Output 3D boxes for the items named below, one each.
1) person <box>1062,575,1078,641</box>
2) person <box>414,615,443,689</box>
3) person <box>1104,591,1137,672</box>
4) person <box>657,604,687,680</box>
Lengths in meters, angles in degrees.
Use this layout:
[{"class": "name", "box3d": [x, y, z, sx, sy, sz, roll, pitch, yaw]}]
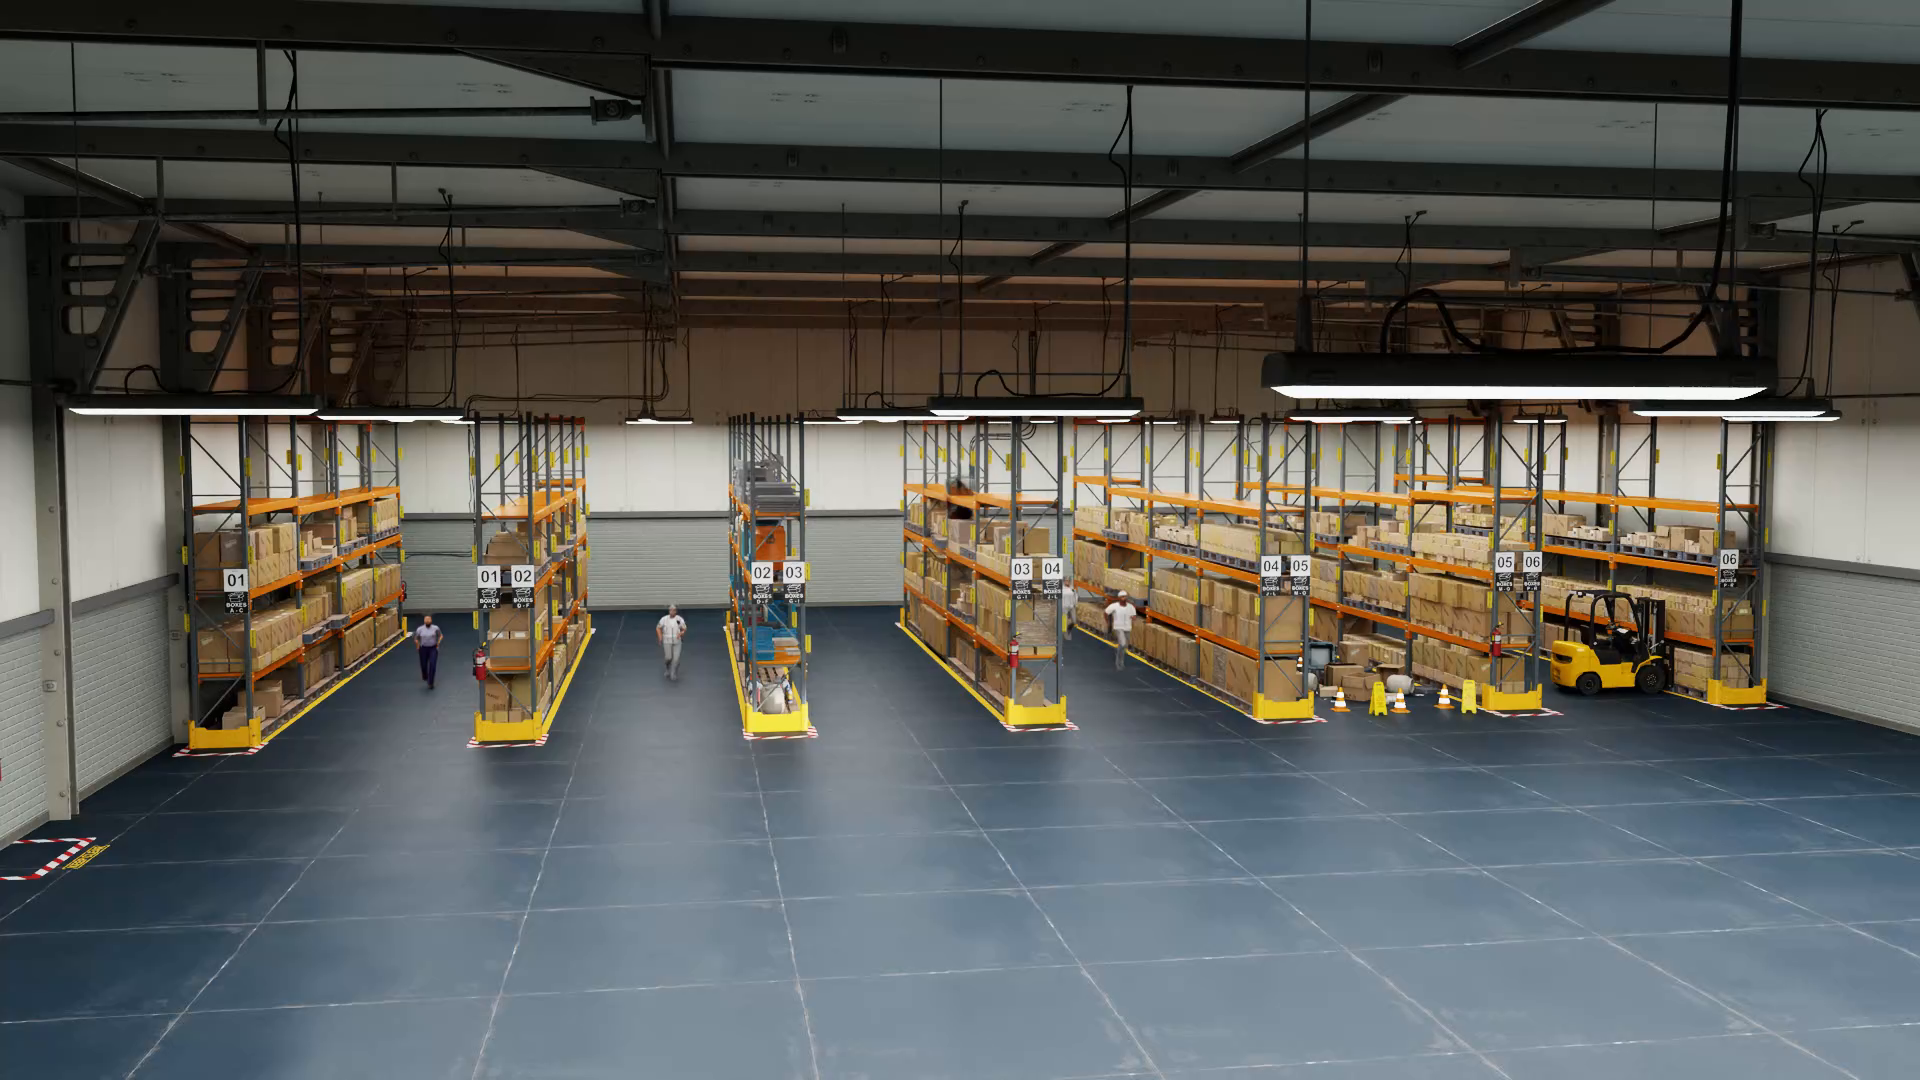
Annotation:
[{"class": "person", "box3d": [2.781, 1.742, 42.349, 0.605, 1.683, 0.528, -1, 4, -16]}, {"class": "person", "box3d": [-11.685, 2.445, 36.579, 0.612, 1.616, 0.666, -1, 4, -18]}, {"class": "person", "box3d": [3.641, 2.034, 37.215, 0.671, 1.800, 0.716, -1, 4, -21]}, {"class": "person", "box3d": [-6.484, 2.300, 37.508, 0.664, 1.734, 0.590, -1, 4, -15]}]
